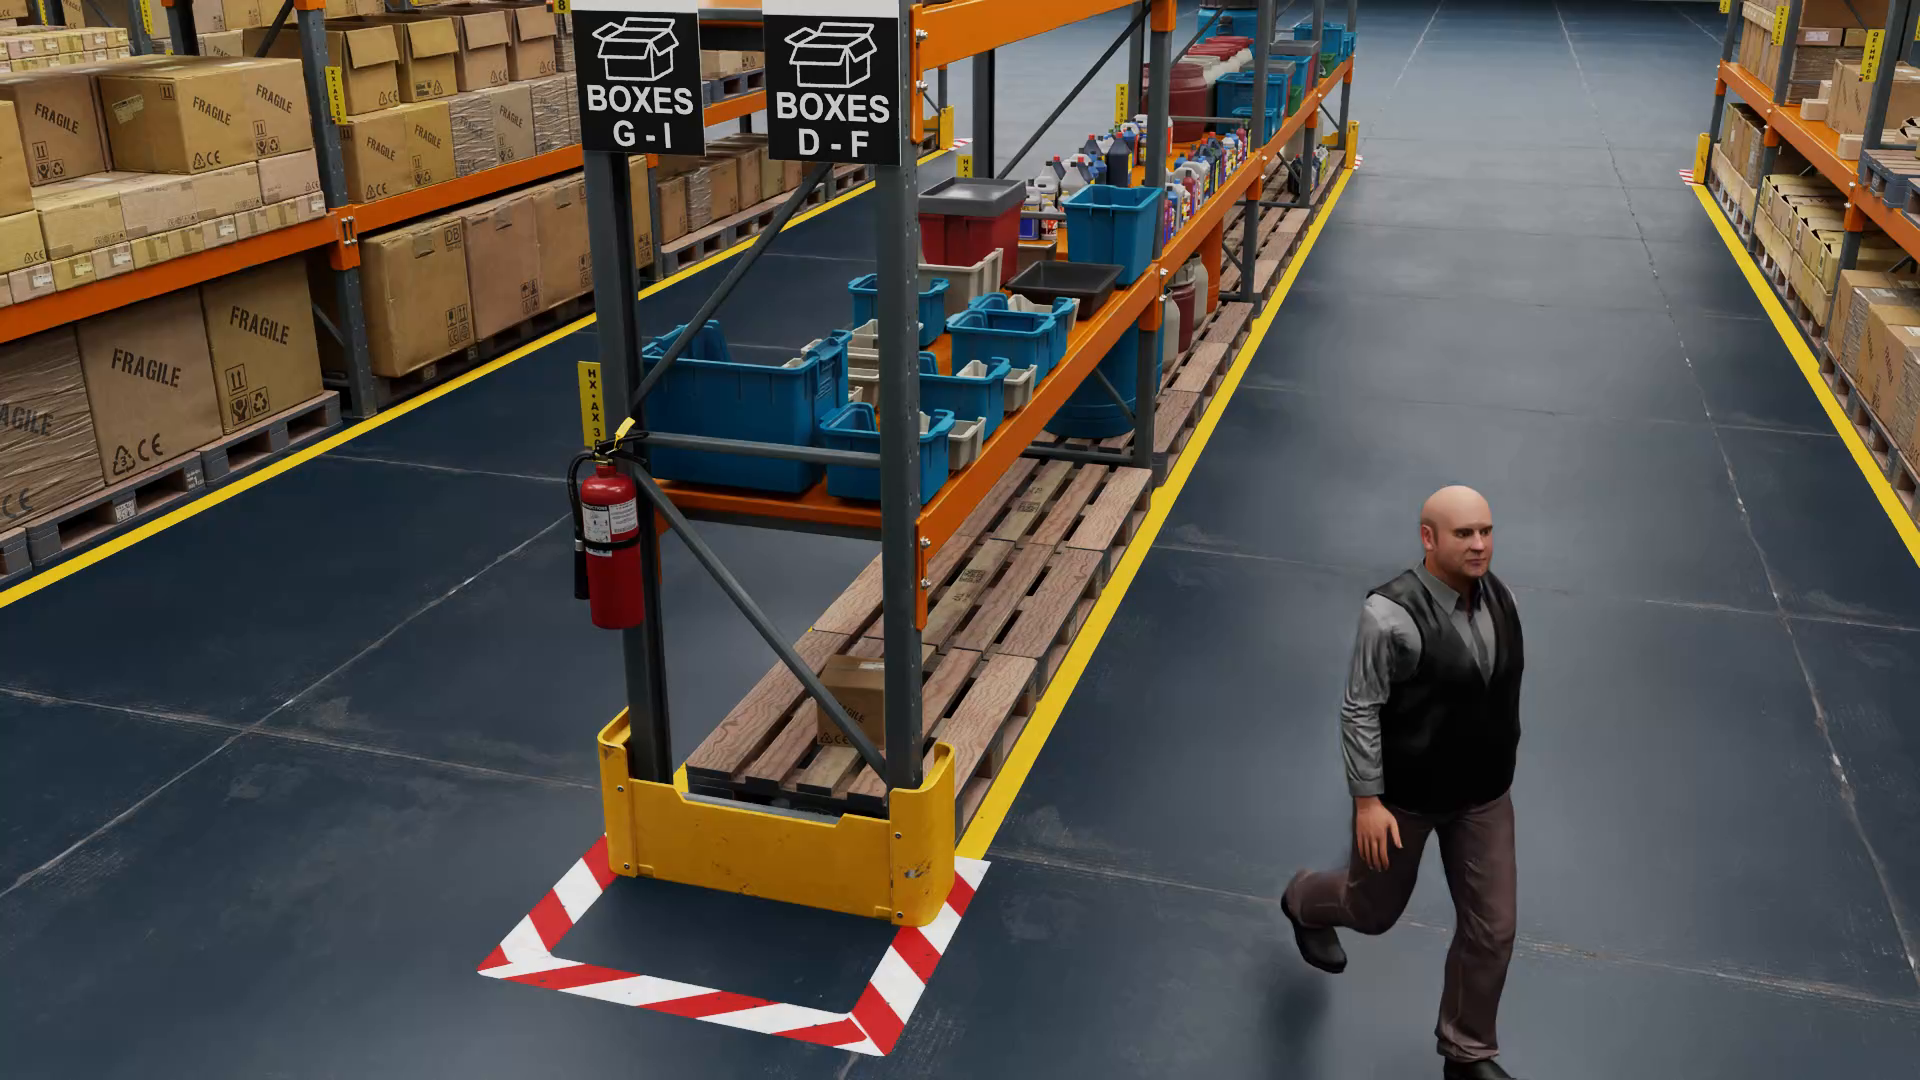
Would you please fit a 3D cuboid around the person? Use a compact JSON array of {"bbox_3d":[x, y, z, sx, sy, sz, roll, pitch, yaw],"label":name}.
[{"bbox_3d":[1.254,0.657,4.541,0.561,1.686,0.963,-8,23,-19],"label":"person"}]
